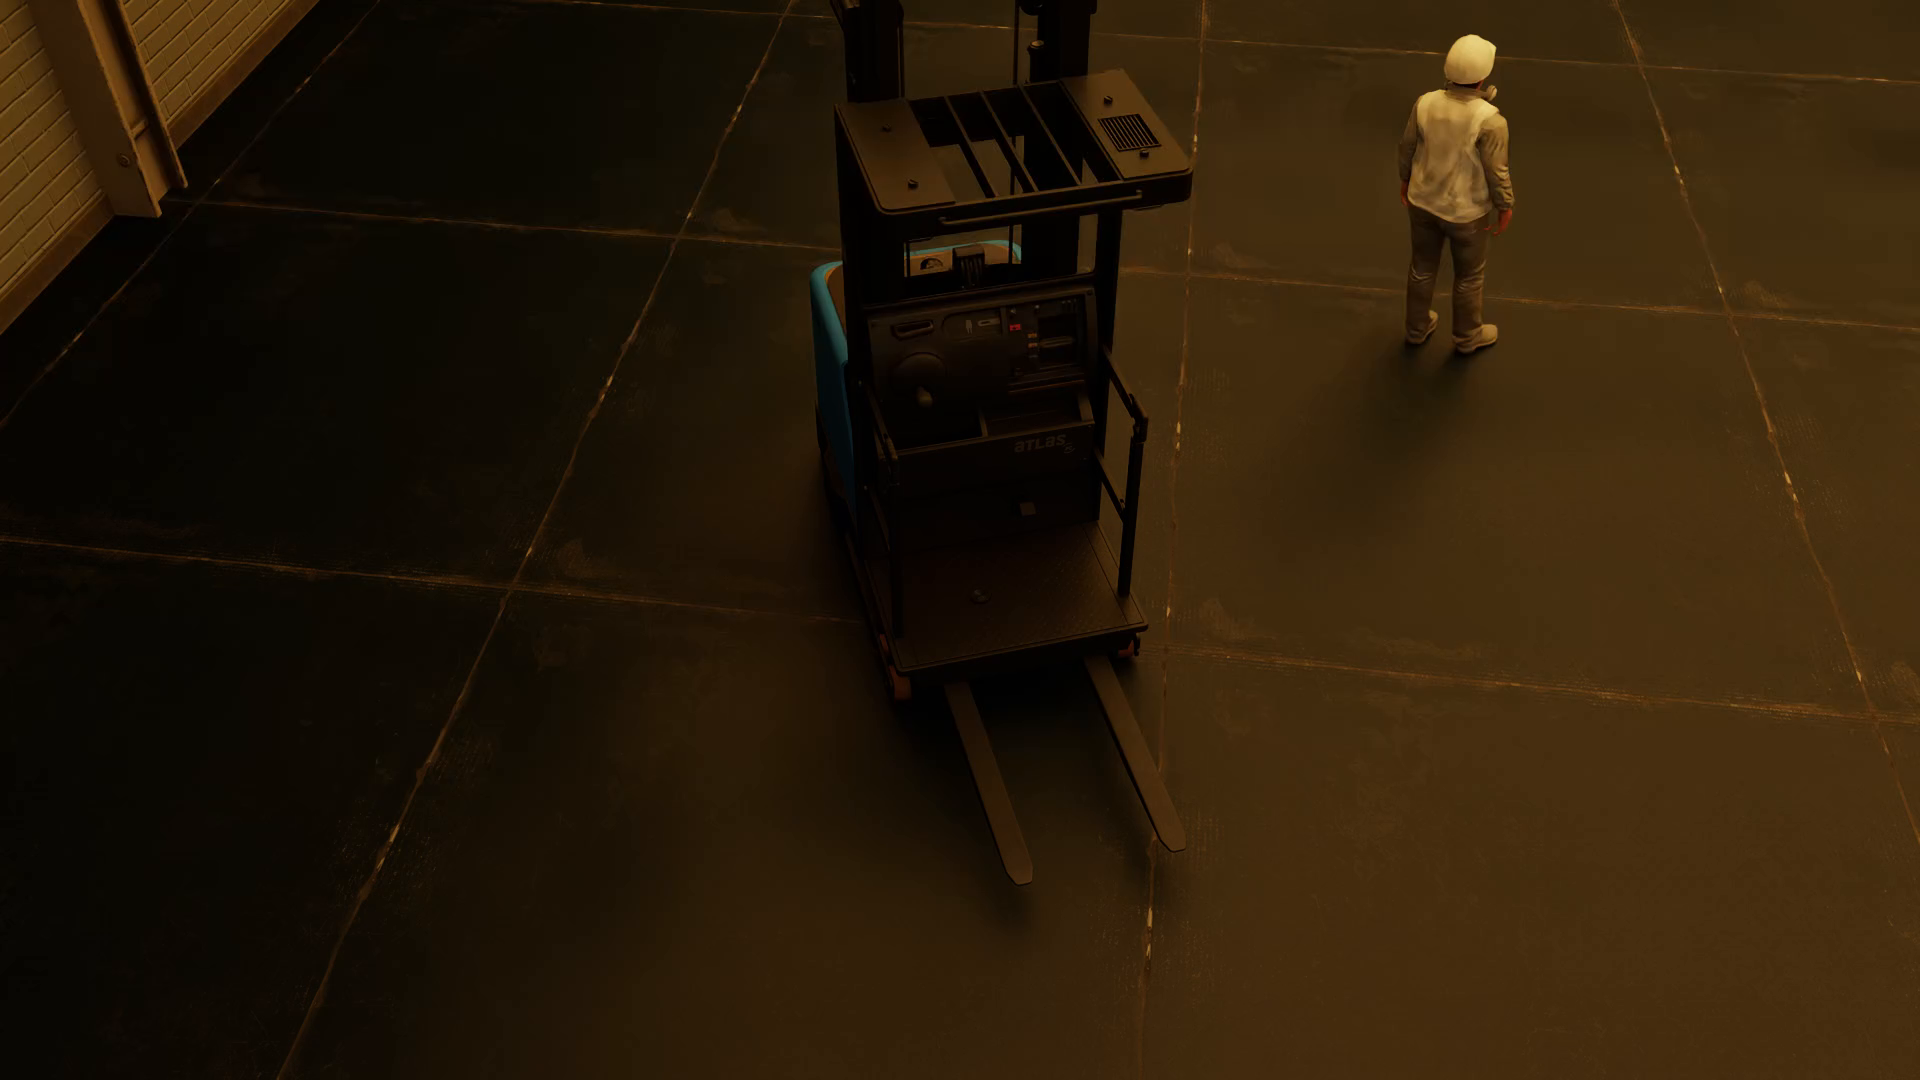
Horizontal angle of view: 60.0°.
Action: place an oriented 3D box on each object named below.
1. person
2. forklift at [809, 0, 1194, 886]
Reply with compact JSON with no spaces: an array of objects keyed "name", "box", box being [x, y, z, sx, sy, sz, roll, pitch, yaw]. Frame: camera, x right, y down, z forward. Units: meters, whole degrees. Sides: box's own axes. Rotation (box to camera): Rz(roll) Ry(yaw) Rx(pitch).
[{"name":"person","box":[2.547,-1.767,8.494,0.628,1.774,0.565,32,51,30]},{"name":"forklift","box":[0.153,-0.681,6.465,1.130,2.935,3.031,-10,44,-11]}]
